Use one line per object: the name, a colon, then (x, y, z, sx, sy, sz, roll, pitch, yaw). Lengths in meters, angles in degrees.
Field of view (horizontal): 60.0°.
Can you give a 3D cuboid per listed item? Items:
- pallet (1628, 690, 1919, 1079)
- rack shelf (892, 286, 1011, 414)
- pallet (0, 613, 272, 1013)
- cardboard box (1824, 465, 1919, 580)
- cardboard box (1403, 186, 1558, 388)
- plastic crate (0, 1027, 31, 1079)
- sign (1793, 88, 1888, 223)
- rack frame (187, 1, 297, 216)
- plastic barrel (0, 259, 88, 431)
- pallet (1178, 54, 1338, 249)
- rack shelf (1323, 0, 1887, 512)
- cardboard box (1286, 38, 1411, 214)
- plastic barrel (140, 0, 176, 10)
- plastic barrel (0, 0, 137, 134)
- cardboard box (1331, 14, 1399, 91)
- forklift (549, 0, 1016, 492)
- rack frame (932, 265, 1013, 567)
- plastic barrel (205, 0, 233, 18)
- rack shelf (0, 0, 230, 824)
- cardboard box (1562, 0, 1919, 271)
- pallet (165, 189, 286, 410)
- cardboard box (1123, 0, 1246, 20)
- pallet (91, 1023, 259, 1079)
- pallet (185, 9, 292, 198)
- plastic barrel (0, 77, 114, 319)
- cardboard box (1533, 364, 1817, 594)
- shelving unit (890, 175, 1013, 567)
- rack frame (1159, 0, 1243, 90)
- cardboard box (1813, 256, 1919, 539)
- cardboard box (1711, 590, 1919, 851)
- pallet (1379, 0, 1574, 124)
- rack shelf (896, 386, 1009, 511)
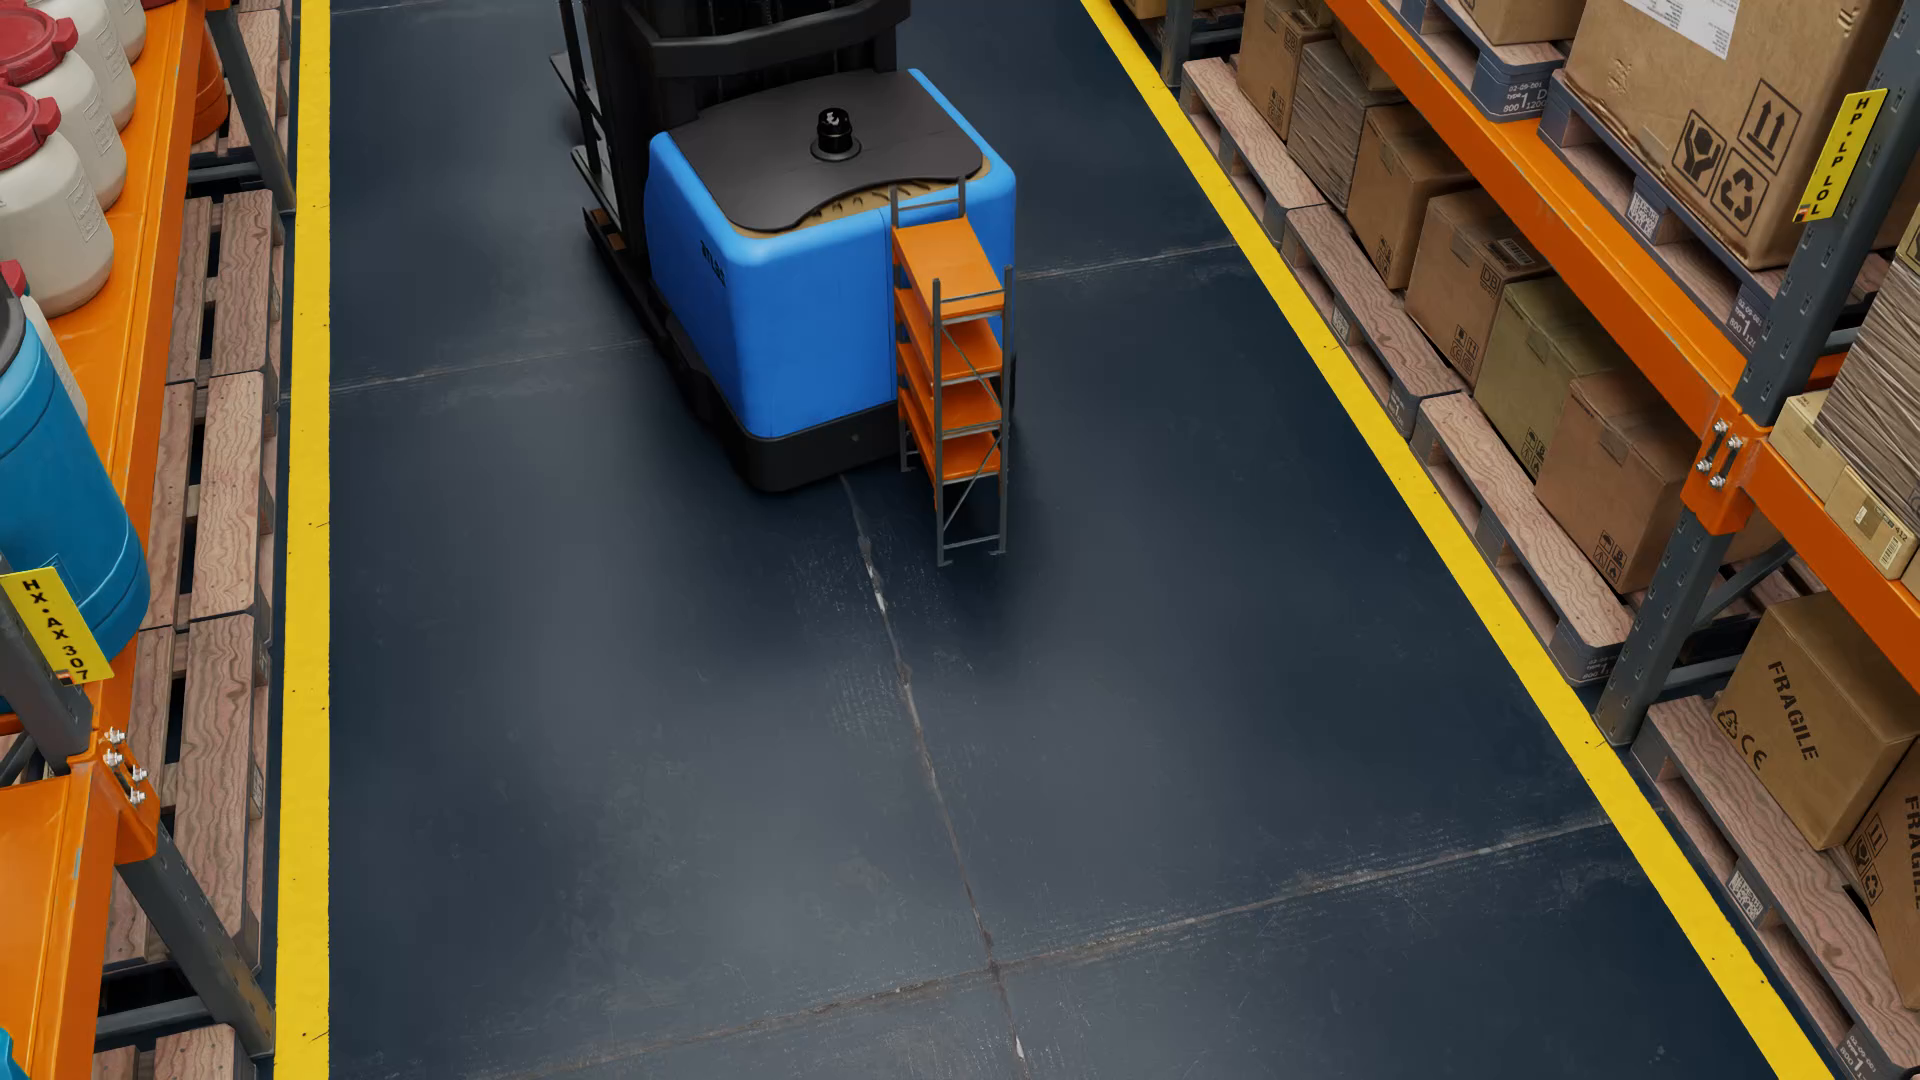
pallet: (2.678, 0.892, 4.728, 1.003, 0.211, 1.213, -11, 47, -10)
rack shelf: (-0.031, -0.633, 5.310, 0.258, 0.148, 0.480, -12, 47, -11)
pallet: (-2.554, 0.805, 4.813, 1.003, 0.211, 1.213, -11, 47, -10)
cardboard box: (2.288, -0.075, 3.899, 0.380, 0.149, 0.250, -11, 47, -10)
cardboard box: (2.088, -0.967, 6.040, 0.700, 0.500, 0.500, -14, 47, -14)
plastic crate: (-1.770, 1.131, 2.646, 0.499, 0.251, 0.616, -11, 47, -10)
sign: (1.937, -0.842, 3.665, 0.100, 0.325, 0.005, -11, 47, -10)
rack frame: (-3.340, -2.397, 5.999, 1.000, 3.000, 0.127, -11, 47, -10)
plastic barrel: (-2.349, -0.384, 3.931, 0.433, 0.535, 0.433, 0, 46, 0)
pallet: (1.647, -1.787, 7.353, 1.003, 0.211, 1.213, -11, 47, -10)
rack shelf: (1.960, -1.670, 5.790, 1.077, 0.370, 4.000, -11, 47, -10)
cardboard box: (1.794, -1.742, 6.799, 0.700, 0.500, 0.500, -14, 47, -14)
plastic barrel: (-2.928, -2.180, 5.691, 0.600, 0.536, 0.708, -11, 47, -10)
plastic barrel: (-2.762, -1.474, 5.016, 0.421, 0.512, 0.421, 0, 46, 0)
cardboard box: (1.794, -2.023, 6.549, 0.500, 0.250, 0.500, -6, 46, -6)
forklift: (-0.907, -2.253, 5.905, 1.130, 2.935, 3.031, -20, 49, -18)
rack frame: (0.038, -0.356, 5.258, 0.240, 1.200, 0.015, -12, 47, -11)
plastic barrel: (-3.770, -2.815, 7.802, 0.600, 0.588, 0.708, -11, 47, -10)
rack shelf: (-2.828, -0.765, 4.903, 1.077, 0.370, 4.000, -11, 47, -10)
cardboard box: (2.404, -1.472, 4.379, 1.000, 1.000, 1.000, -10, 46, -10)
pallet: (-3.179, -0.879, 6.464, 1.003, 0.211, 1.213, -11, 47, -10)
cardboard box: (1.292, -3.186, 7.966, 1.225, 0.875, 0.875, -13, 47, -12)
pallet: (-2.184, 1.812, 3.827, 1.003, 0.211, 1.213, -11, 47, -10)
pallet: (-3.582, -1.958, 7.521, 1.003, 0.211, 1.213, -11, 47, -10)
plastic barrel: (-2.536, -0.890, 4.427, 0.433, 0.535, 0.433, 0, 46, 0)
cardboard box: (2.336, -0.248, 5.335, 0.700, 0.500, 0.500, -14, 47, -13)
shelving unit: (-0.030, -0.523, 5.422, 0.258, 1.200, 0.503, -12, 47, -11)
rack frame: (1.448, -3.303, 6.887, 1.000, 3.000, 0.127, -11, 47, -10)
cardboard box: (2.528, -0.358, 3.723, 0.875, 0.500, 0.500, -11, 47, -10)
cardboard box: (2.536, 0.470, 4.645, 0.500, 0.500, 0.500, -12, 47, -12)
pallet: (1.995, -1.876, 5.623, 1.003, 0.211, 1.213, -11, 47, -10)
rack shelf: (-0.030, -0.337, 5.612, 0.258, 0.148, 0.480, -12, 47, -11)
